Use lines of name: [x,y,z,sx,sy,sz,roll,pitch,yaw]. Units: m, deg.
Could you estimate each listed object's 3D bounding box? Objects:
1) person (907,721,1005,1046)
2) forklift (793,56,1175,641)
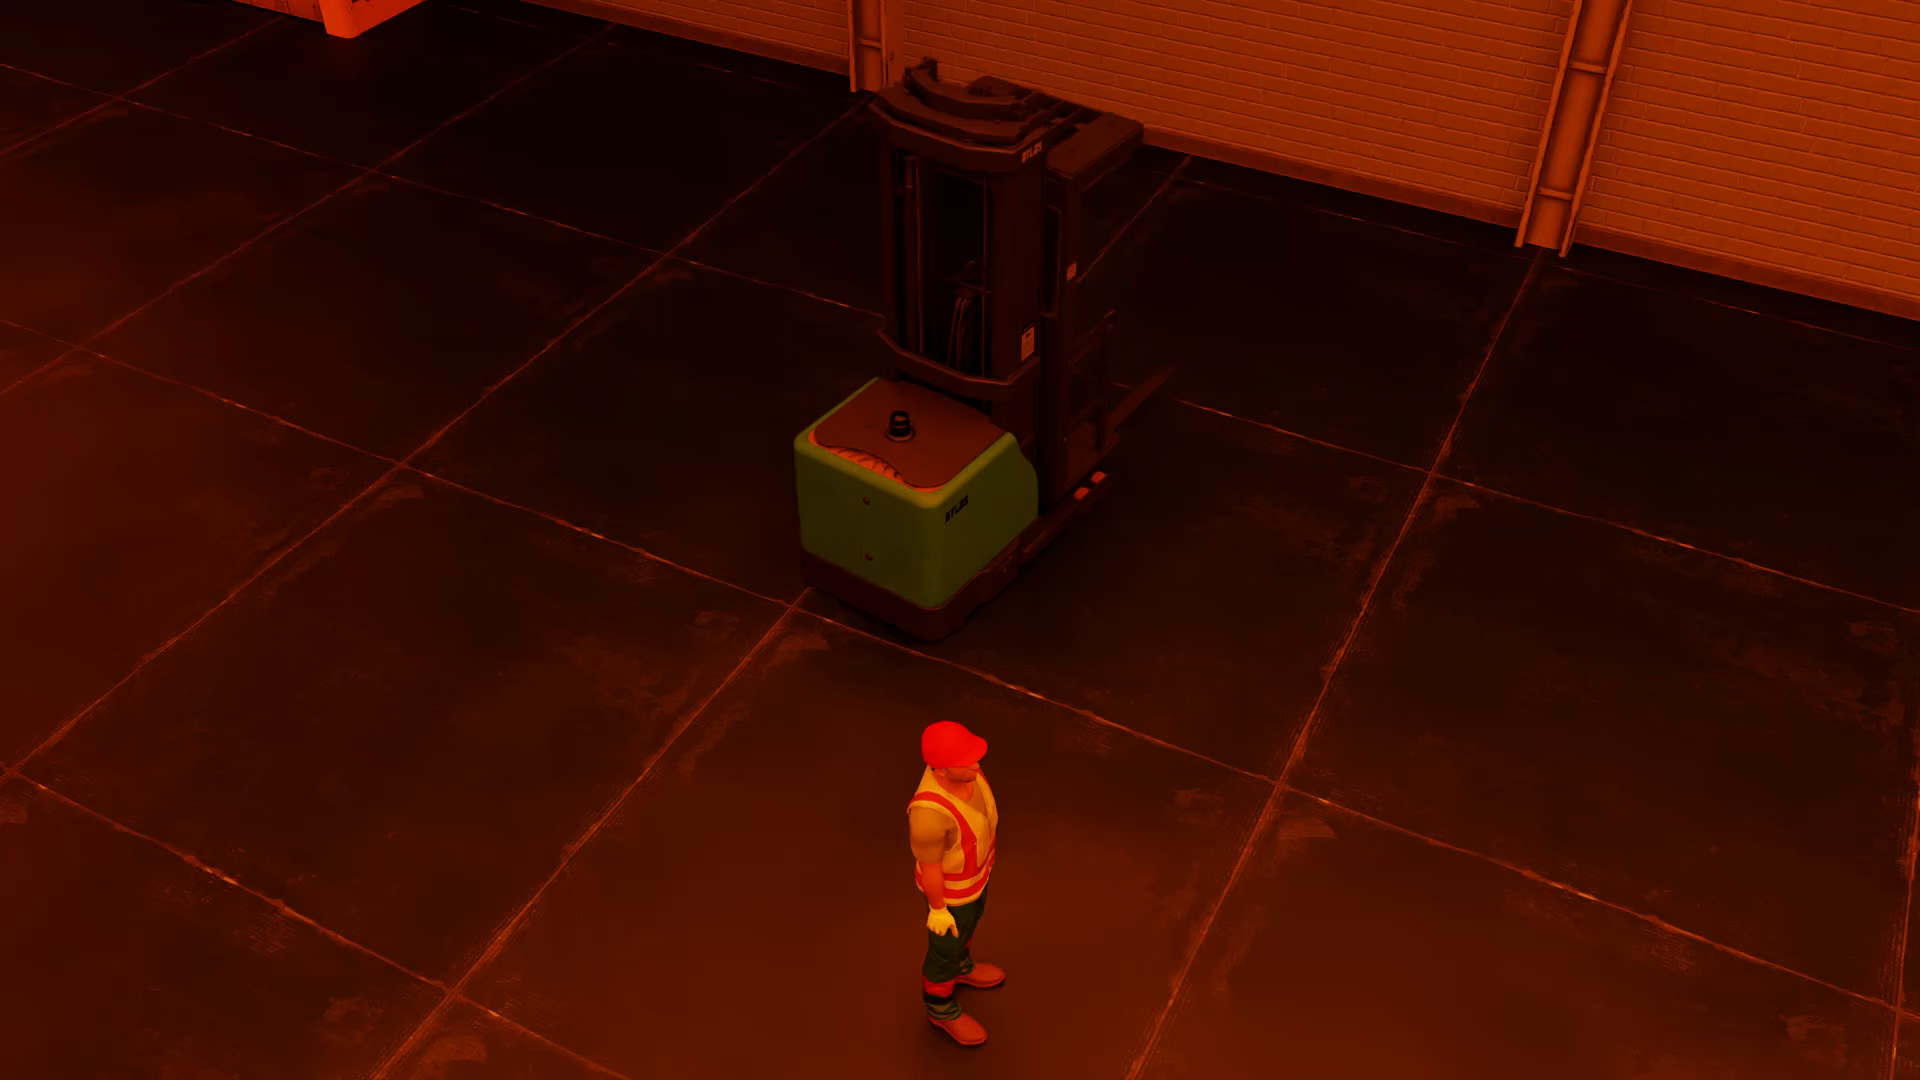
person: [0.000,1.441,7.162,0.372,1.794,0.543,11,41,13]
forklift: [0.314,-1.455,9.714,1.130,2.935,3.031,25,46,26]
